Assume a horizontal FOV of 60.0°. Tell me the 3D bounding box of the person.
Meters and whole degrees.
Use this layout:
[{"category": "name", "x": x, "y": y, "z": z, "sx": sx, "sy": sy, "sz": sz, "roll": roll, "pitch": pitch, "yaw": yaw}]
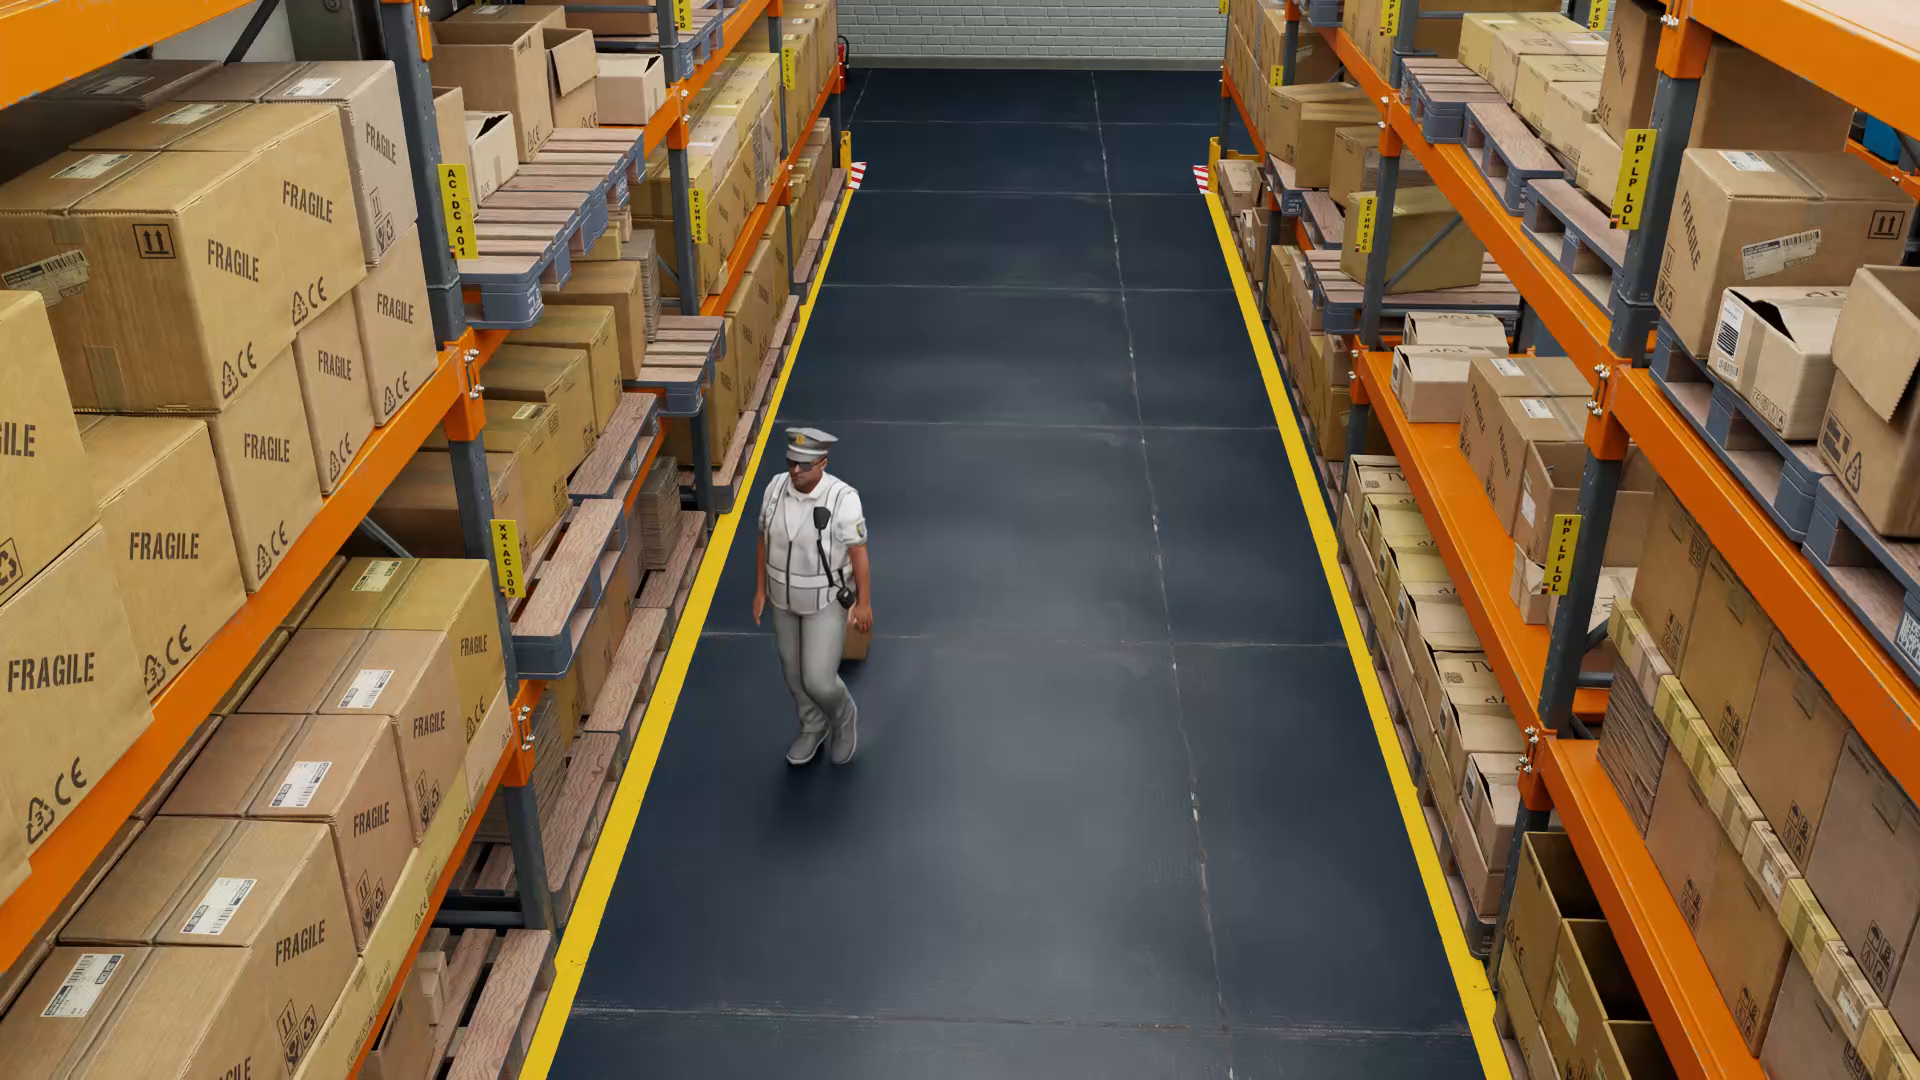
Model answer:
[{"category": "person", "x": -0.747, "y": 0.307, "z": 8.015, "sx": 0.589, "sy": 1.802, "sz": 0.474, "roll": 13, "pitch": 31, "yaw": 23}]
